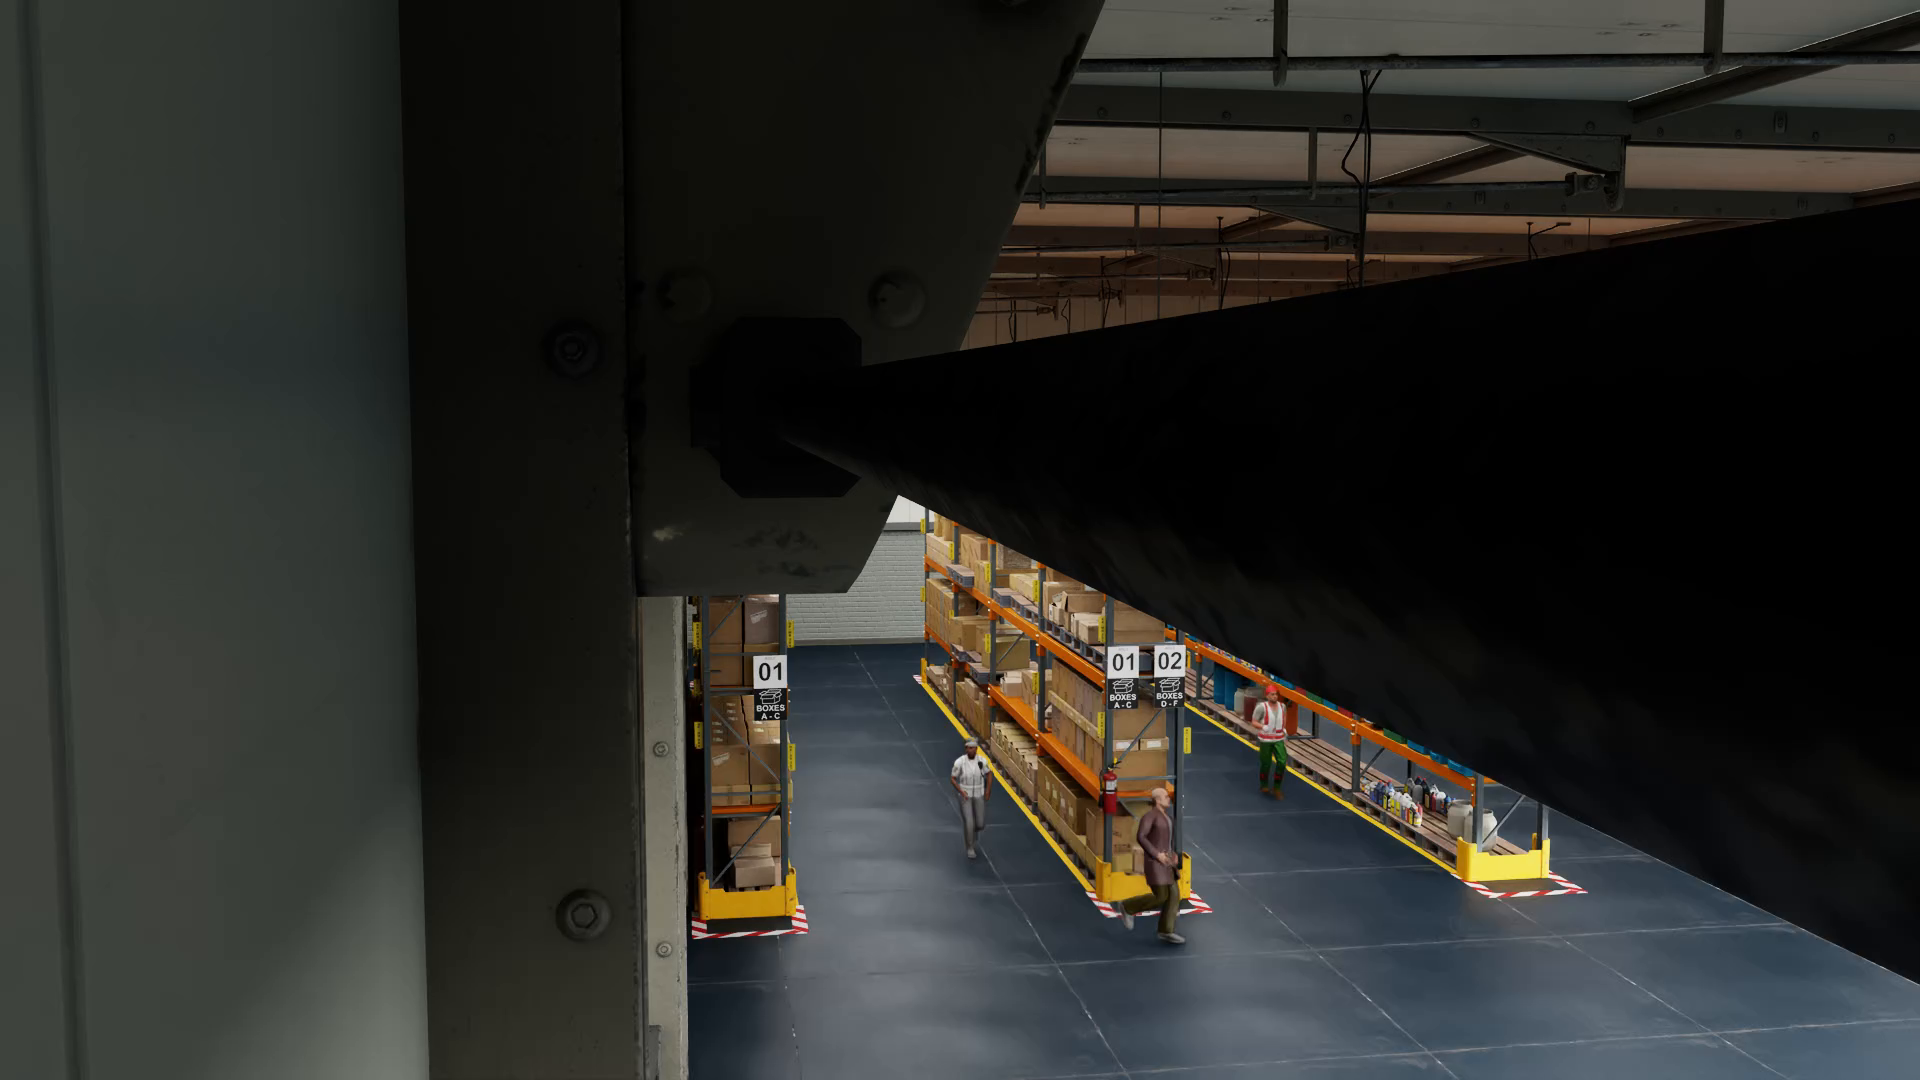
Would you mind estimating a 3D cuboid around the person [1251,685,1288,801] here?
[{"bbox_3d":[4.858,3.167,25.979,0.635,1.825,0.749,-1,5,-7],"label":"person"}]

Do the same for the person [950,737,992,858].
[{"bbox_3d":[0.162,3.502,22.814,0.601,1.660,0.592,-1,5,-13],"label":"person"}]

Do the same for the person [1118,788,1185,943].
[{"bbox_3d":[2.330,3.767,19.435,0.854,1.705,0.769,3,6,29],"label":"person"}]
